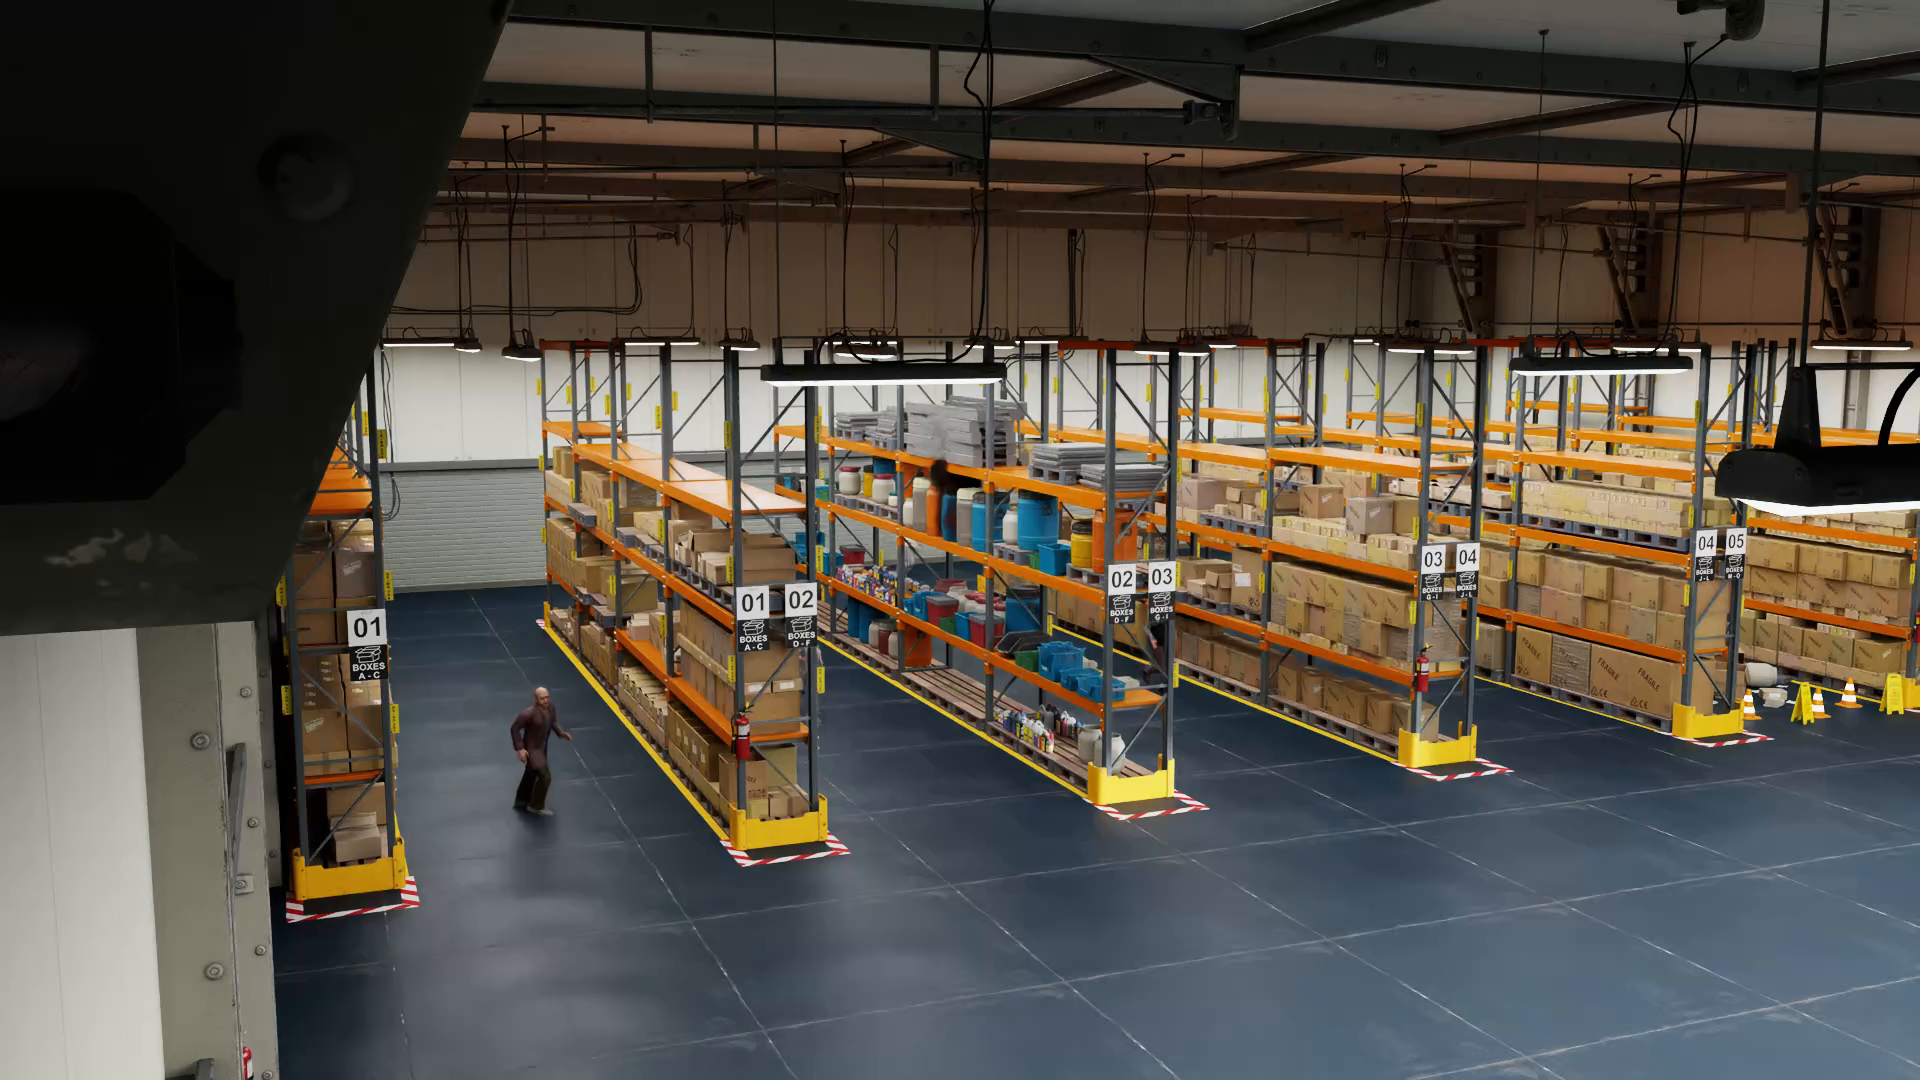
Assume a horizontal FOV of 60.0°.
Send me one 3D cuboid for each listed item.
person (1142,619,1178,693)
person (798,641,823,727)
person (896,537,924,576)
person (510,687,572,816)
[{"bbox_3d":[3.464,1.792,28.632,0.668,1.663,0.570,-5,9,-35],"label":"person"},{"bbox_3d":[-2.446,2.103,26.480,0.536,1.615,0.886,-4,8,-28],"label":"person"},{"bbox_3d":[-1.244,0.159,40.874,0.539,1.750,0.667,5,9,32],"label":"person"},{"bbox_3d":[-5.443,2.728,21.497,0.903,1.743,0.721,2,8,11],"label":"person"}]
